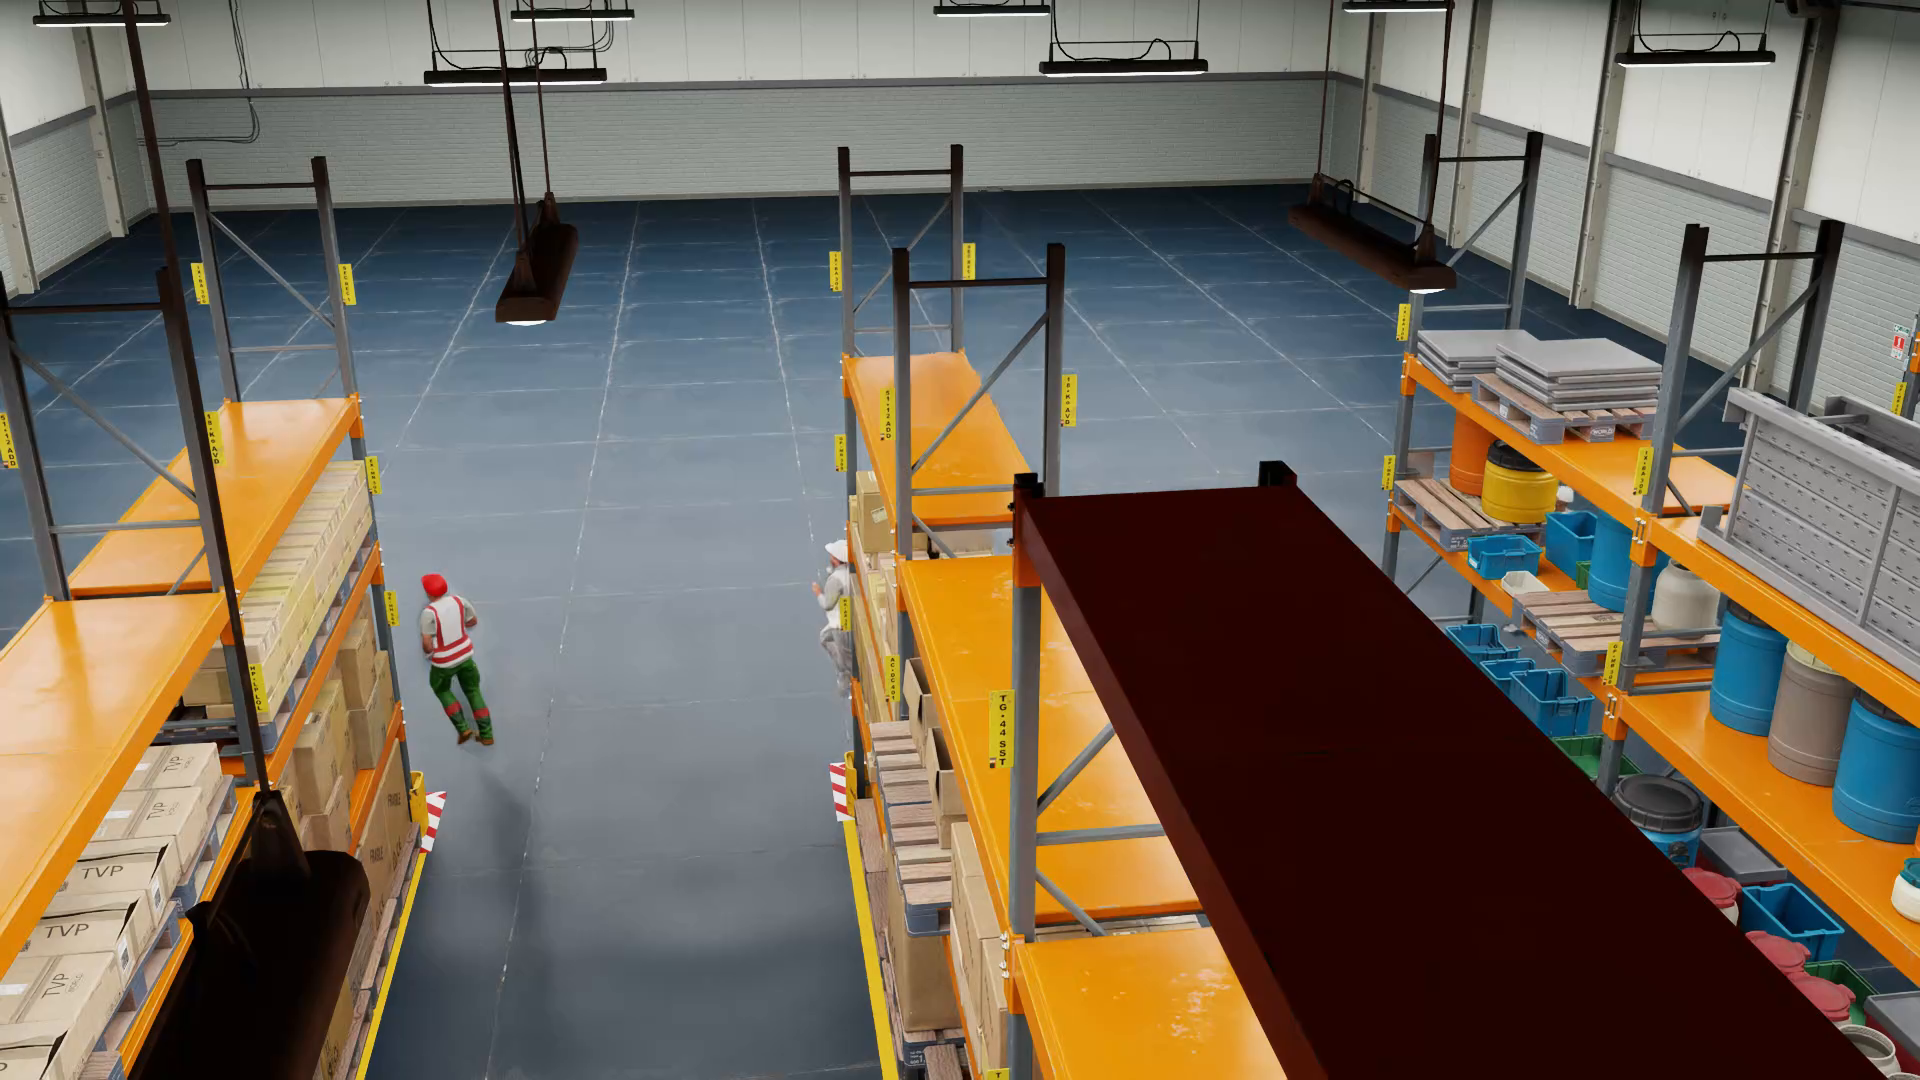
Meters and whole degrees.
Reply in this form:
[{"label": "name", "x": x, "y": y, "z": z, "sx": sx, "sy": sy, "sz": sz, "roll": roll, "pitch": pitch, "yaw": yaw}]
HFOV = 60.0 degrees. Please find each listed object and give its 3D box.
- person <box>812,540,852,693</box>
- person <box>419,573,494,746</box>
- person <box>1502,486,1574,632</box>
[{"label": "person", "x": -1.118, "y": 0.807, "z": 16.701, "sx": 0.775, "sy": 1.736, "sz": 0.629, "roll": 8, "pitch": 23, "yaw": 19}, {"label": "person", "x": -4.843, "y": 1.165, "z": 15.728, "sx": 0.655, "sy": 1.858, "sz": 0.707, "roll": -19, "pitch": 28, "yaw": -39}, {"label": "person", "x": 6.618, "y": 0.250, "z": 18.653, "sx": 0.805, "sy": 1.792, "sz": 0.704, "roll": 10, "pitch": 24, "yaw": 24}]
